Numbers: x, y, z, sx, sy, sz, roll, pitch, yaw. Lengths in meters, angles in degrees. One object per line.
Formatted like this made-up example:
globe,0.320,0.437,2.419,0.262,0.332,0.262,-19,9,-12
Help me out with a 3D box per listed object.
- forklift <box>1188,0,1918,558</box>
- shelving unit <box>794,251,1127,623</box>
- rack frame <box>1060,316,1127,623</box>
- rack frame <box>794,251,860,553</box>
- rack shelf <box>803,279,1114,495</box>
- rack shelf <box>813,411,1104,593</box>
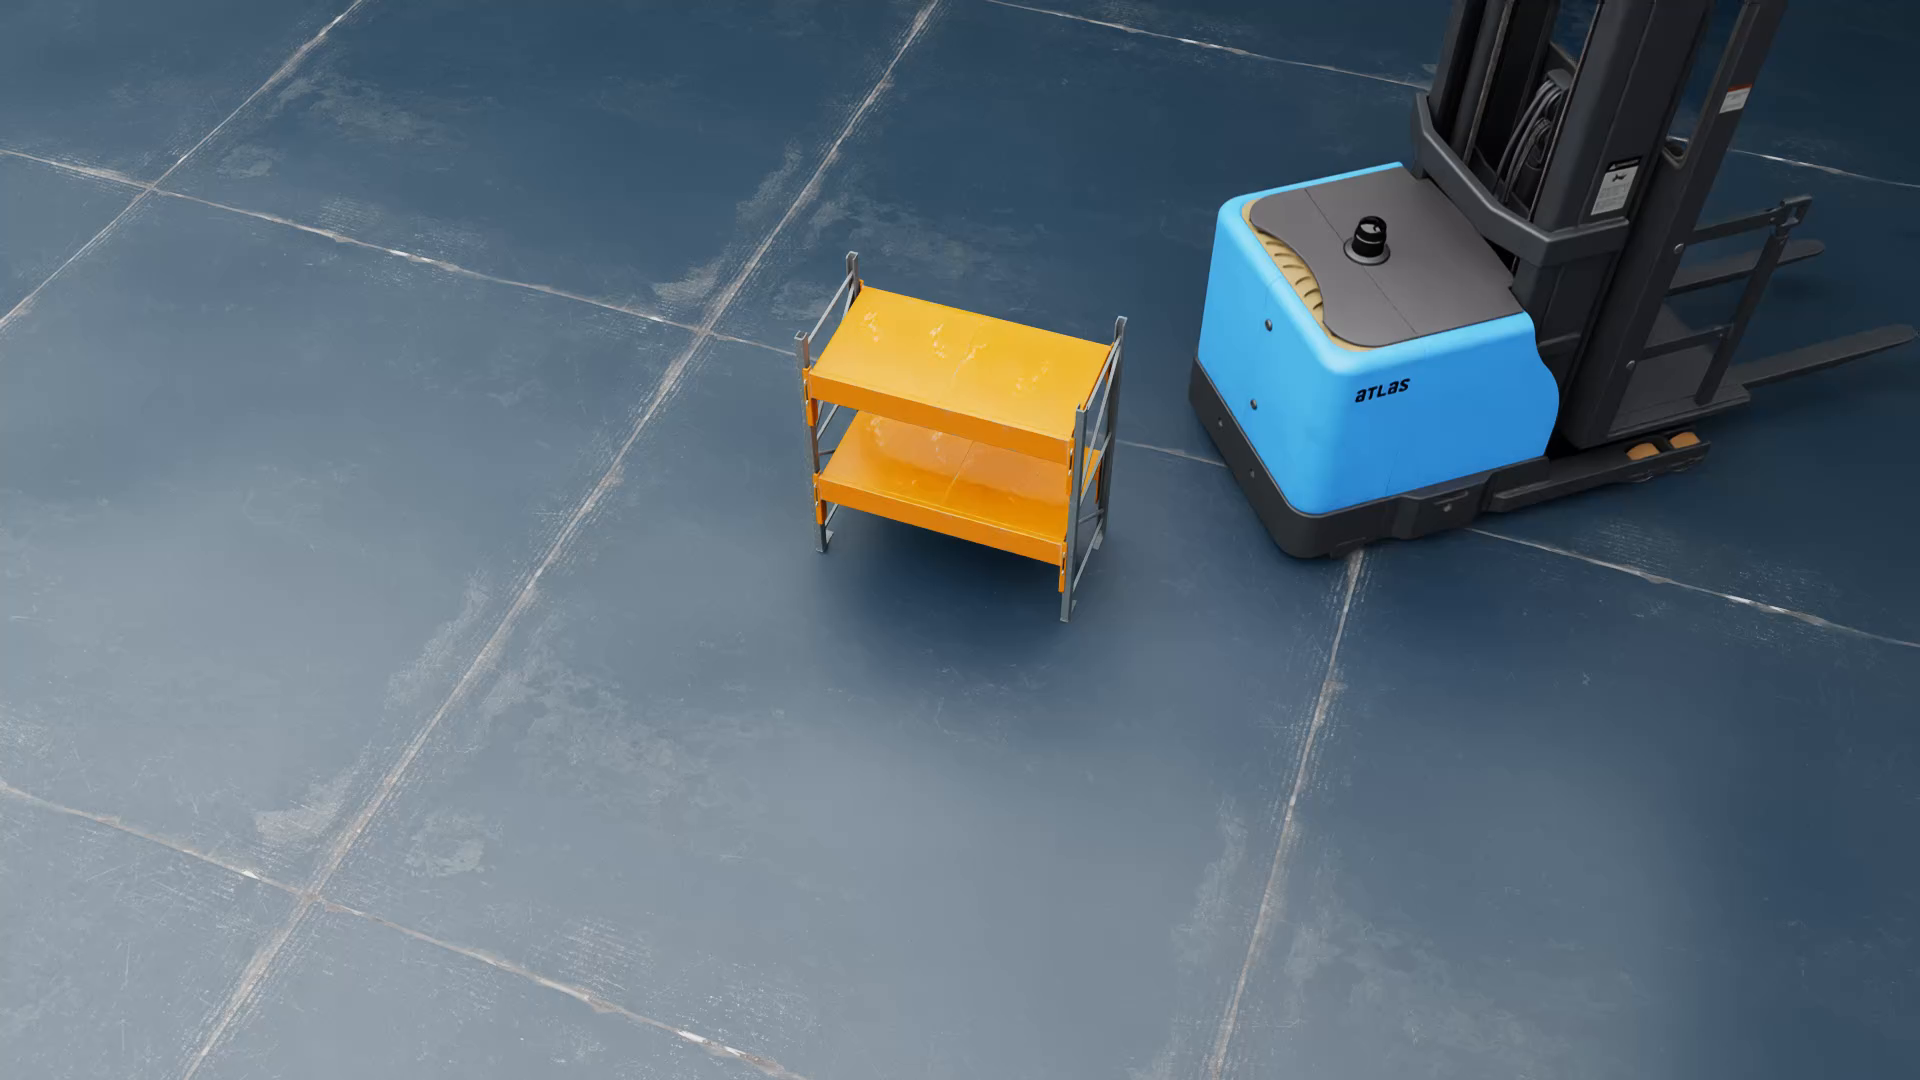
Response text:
forklift,2.542,-1.562,6.031,3.031,2.935,1.130,-14,51,-12
shelving unit,0.006,-0.367,6.190,1.048,1.125,0.538,16,51,13
rack frame,0.483,-0.234,6.075,0.032,1.125,0.500,16,51,13
rack frame,-0.471,-0.500,6.305,0.032,1.125,0.500,16,51,13
rack shelf,0.006,-0.558,5.969,1.000,0.278,0.538,16,51,13
rack shelf,0.006,-0.207,6.375,1.000,0.278,0.538,16,51,13
